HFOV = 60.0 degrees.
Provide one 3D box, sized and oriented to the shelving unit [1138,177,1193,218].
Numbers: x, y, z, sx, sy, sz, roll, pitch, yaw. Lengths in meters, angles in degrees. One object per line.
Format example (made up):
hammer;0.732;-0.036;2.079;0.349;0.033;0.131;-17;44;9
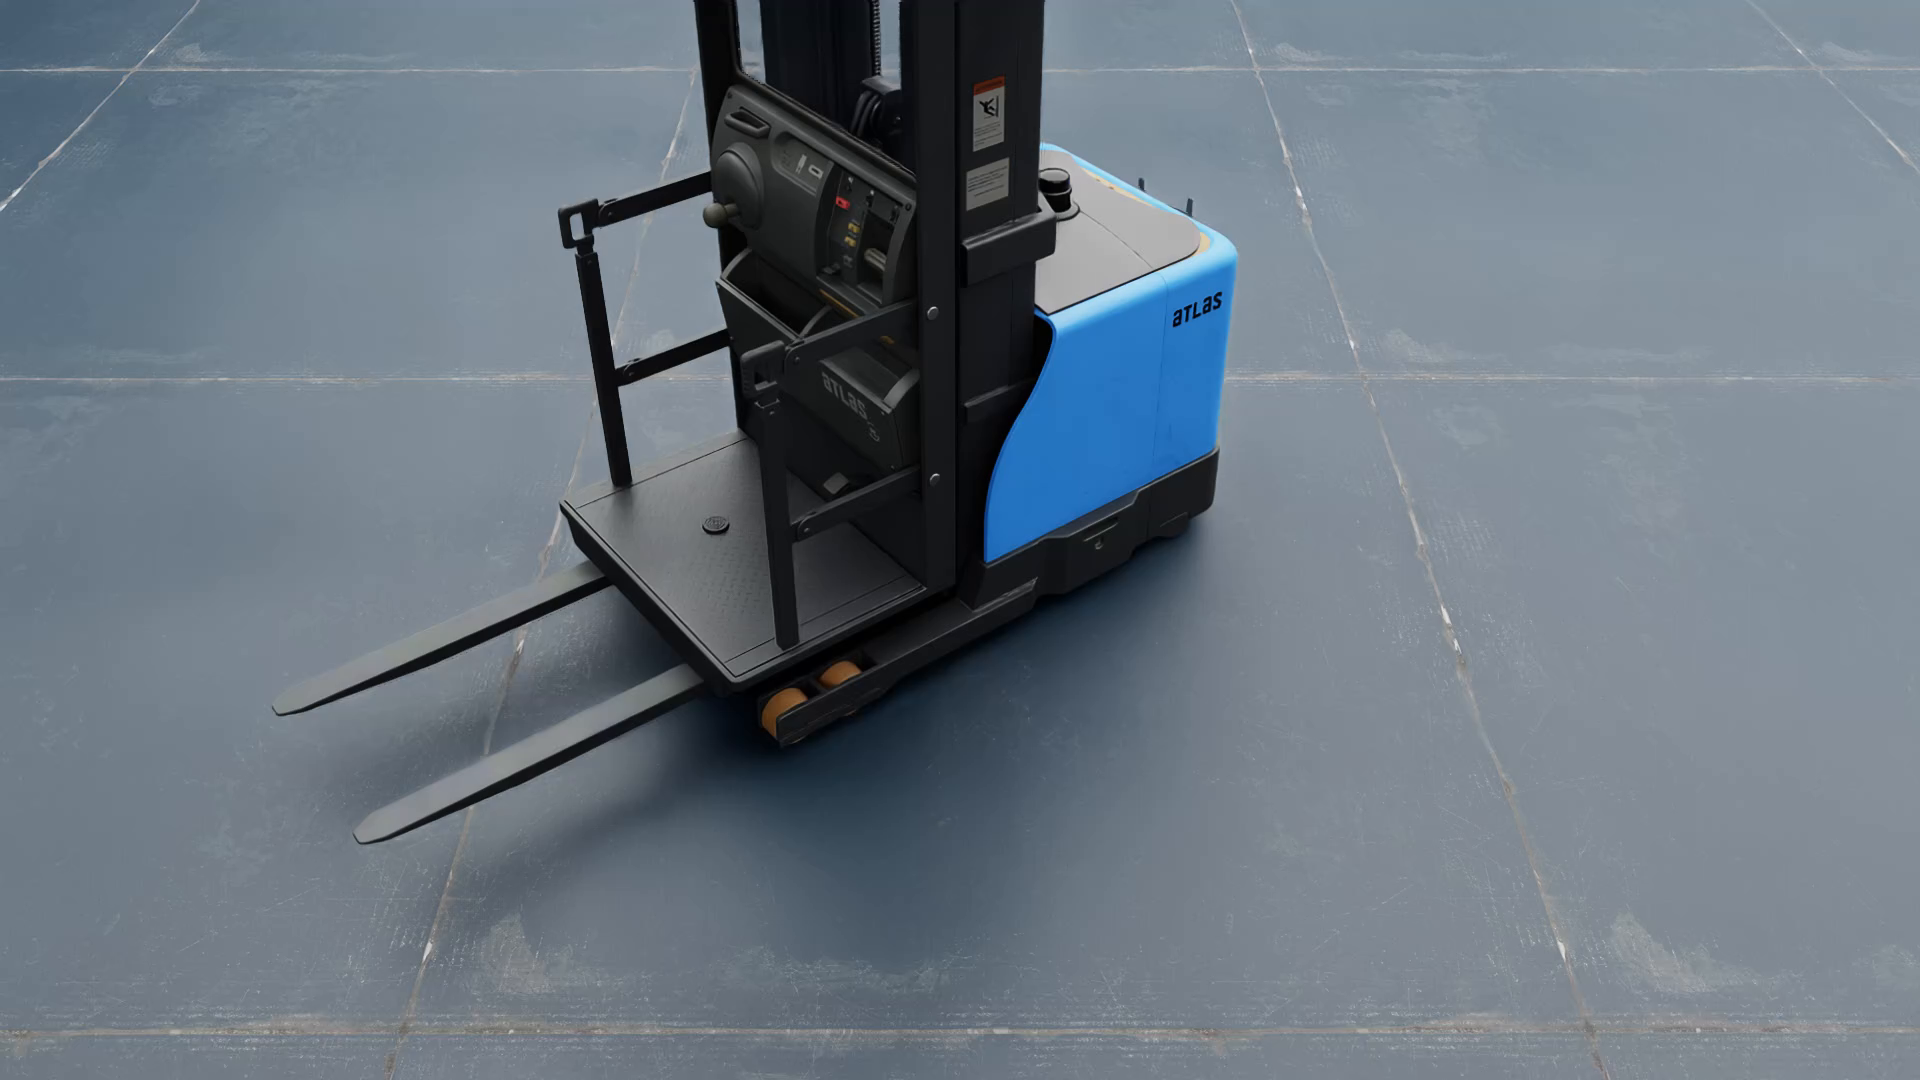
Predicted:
shelving unit;0.636;-0.836;6.064;0.258;0.900;0.210;32;45;33

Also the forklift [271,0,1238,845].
forklift;-0.588;-0.908;4.540;3.031;2.935;1.130;-26;45;-28

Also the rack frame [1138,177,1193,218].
rack frame;0.707;-0.876;6.125;0.240;0.900;0.006;32;45;33
